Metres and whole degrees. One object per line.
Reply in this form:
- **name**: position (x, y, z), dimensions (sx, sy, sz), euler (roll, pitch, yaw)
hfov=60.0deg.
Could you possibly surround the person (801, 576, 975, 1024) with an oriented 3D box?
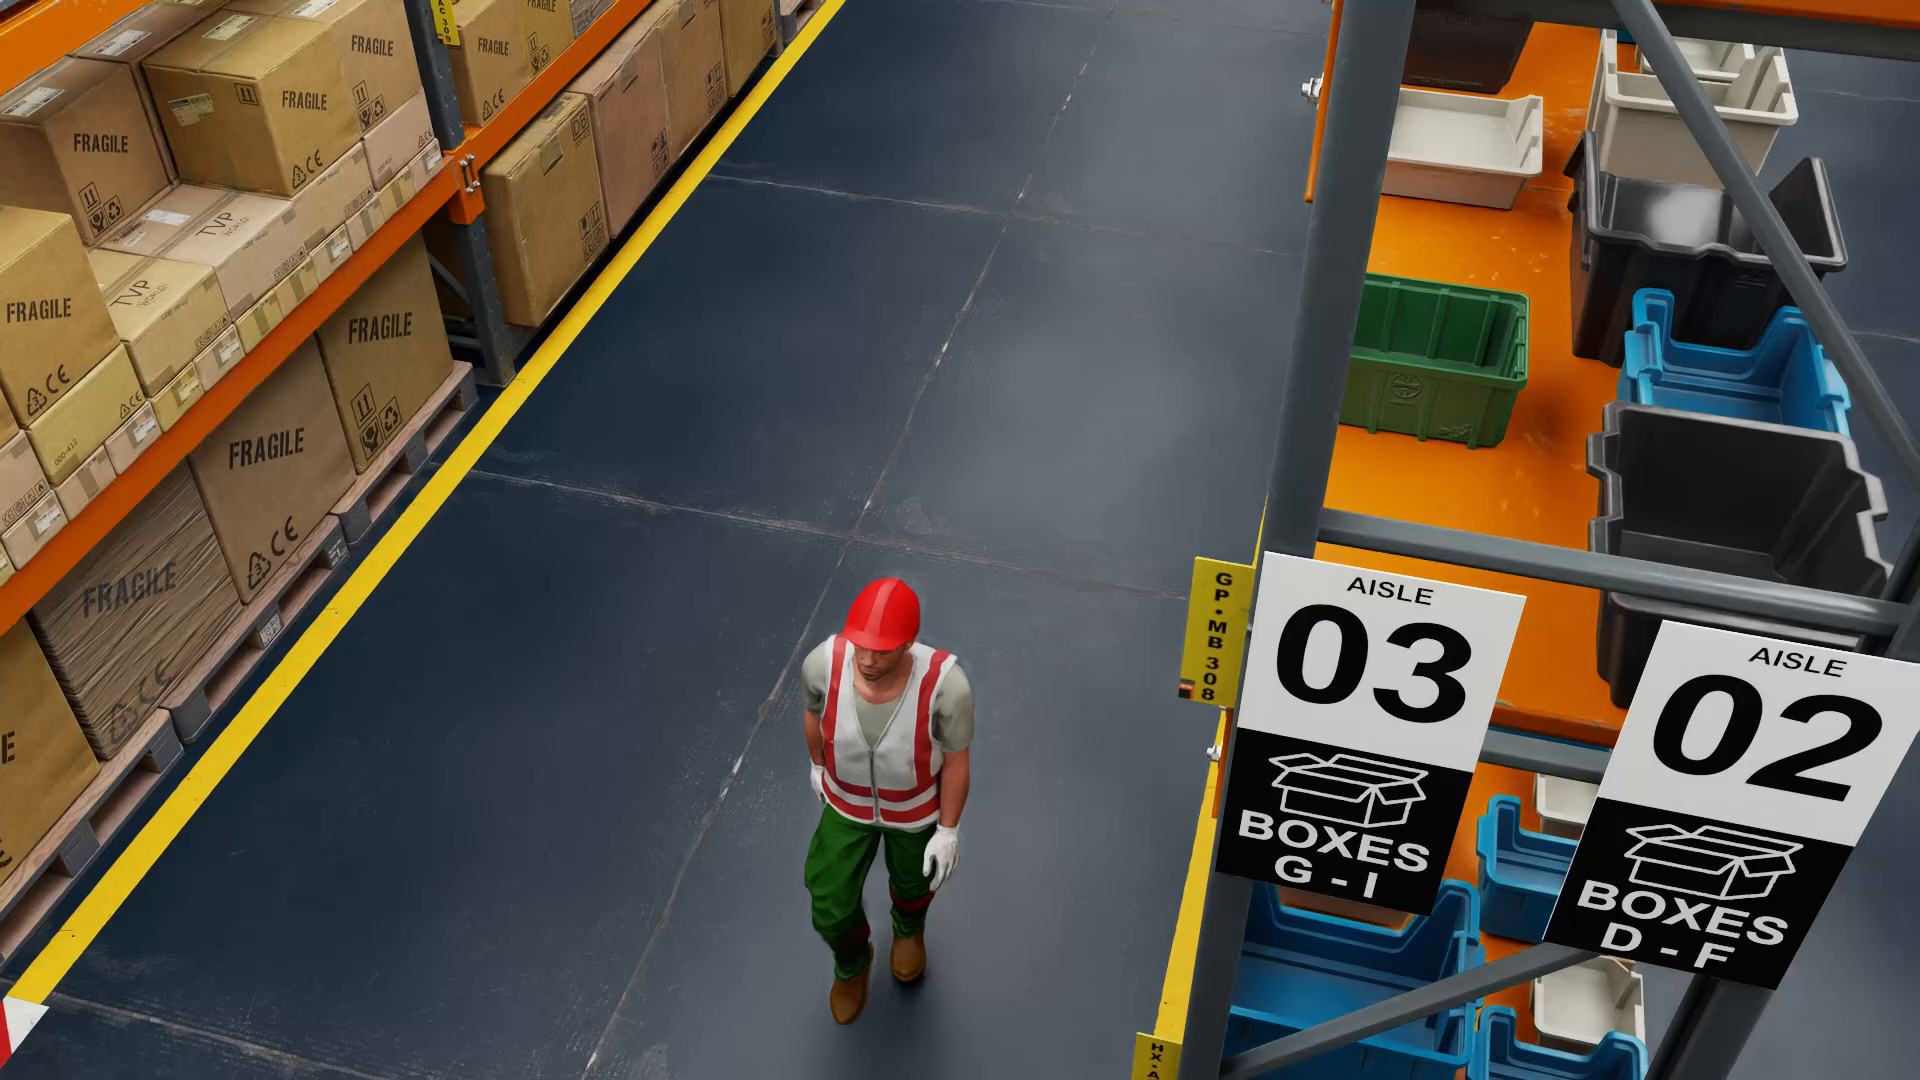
- **person**: position (-0.229, 0.837, 5.163), dimensions (0.543, 1.838, 0.511), euler (5, 41, 6)
